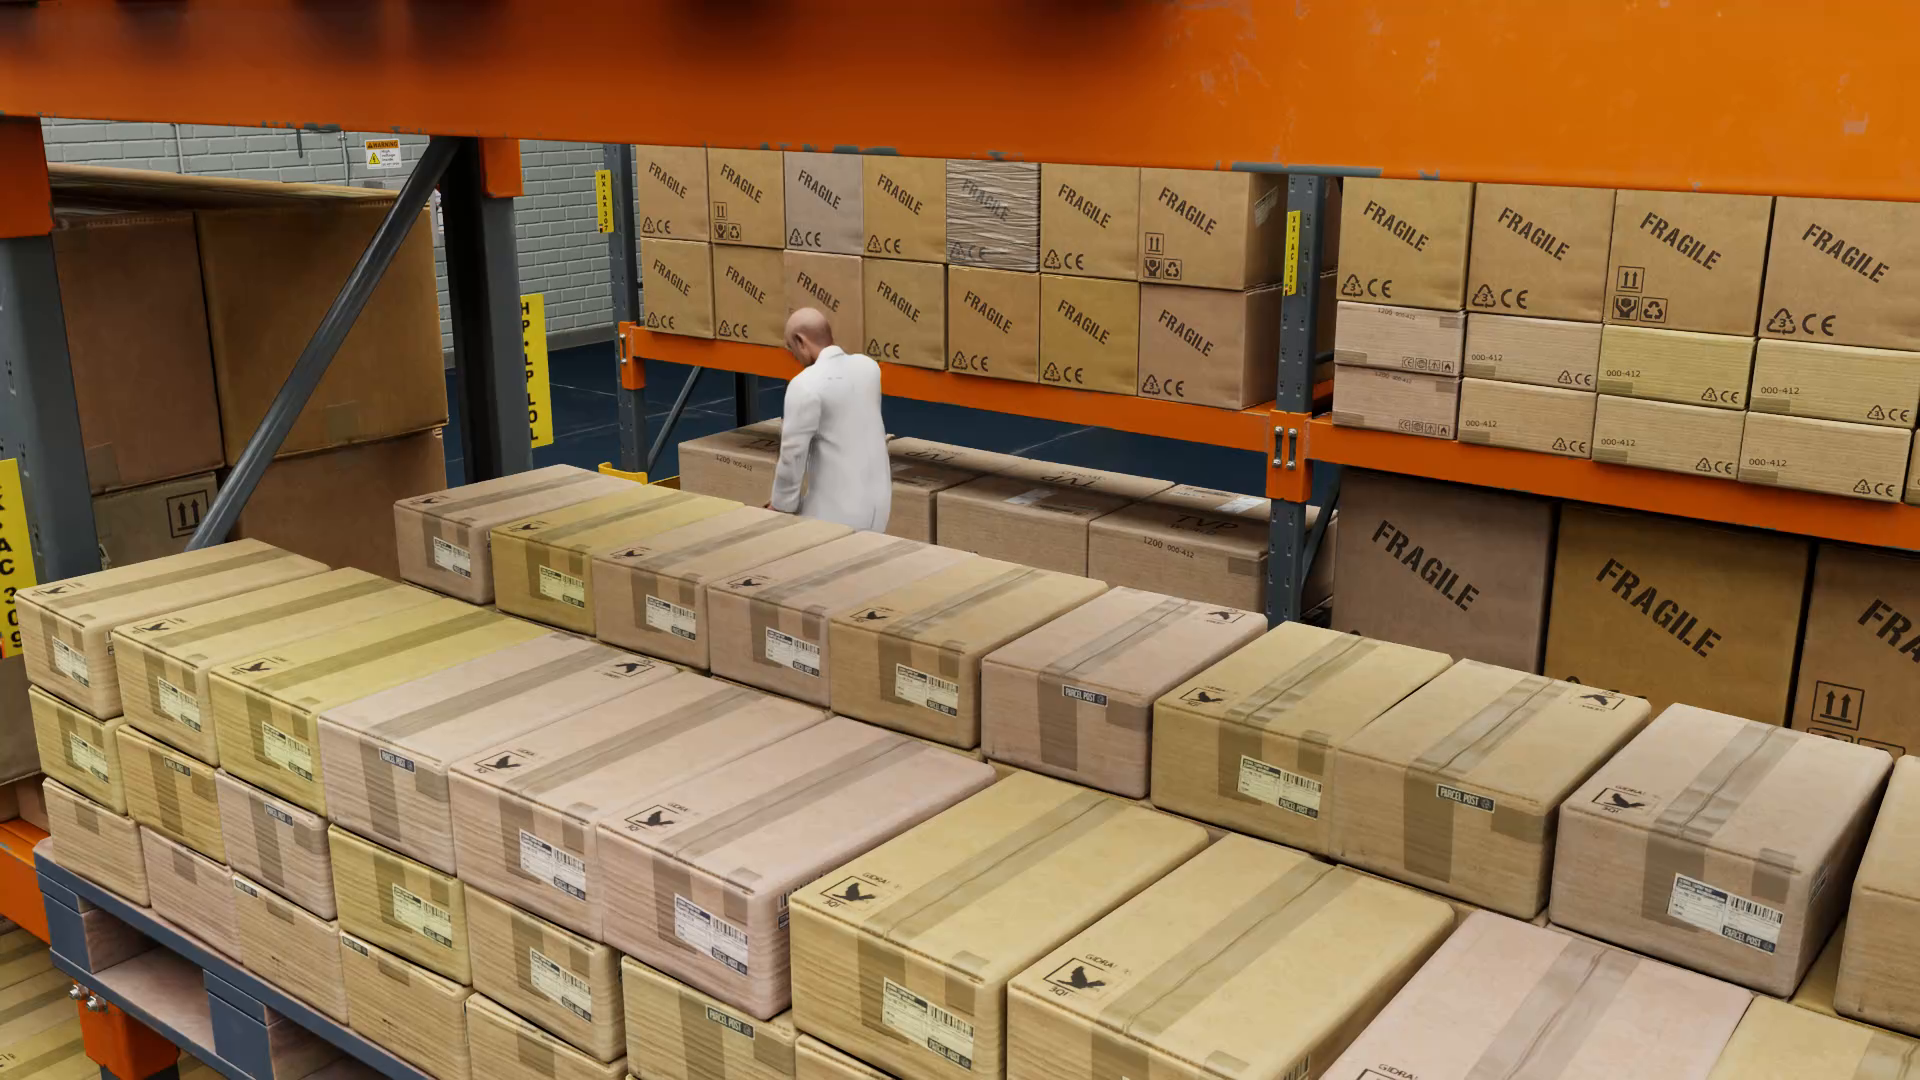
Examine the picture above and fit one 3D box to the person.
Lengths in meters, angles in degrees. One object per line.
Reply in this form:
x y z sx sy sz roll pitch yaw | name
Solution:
-0.556 -0.152 7.255 0.459 1.694 0.599 12 20 36 | person
